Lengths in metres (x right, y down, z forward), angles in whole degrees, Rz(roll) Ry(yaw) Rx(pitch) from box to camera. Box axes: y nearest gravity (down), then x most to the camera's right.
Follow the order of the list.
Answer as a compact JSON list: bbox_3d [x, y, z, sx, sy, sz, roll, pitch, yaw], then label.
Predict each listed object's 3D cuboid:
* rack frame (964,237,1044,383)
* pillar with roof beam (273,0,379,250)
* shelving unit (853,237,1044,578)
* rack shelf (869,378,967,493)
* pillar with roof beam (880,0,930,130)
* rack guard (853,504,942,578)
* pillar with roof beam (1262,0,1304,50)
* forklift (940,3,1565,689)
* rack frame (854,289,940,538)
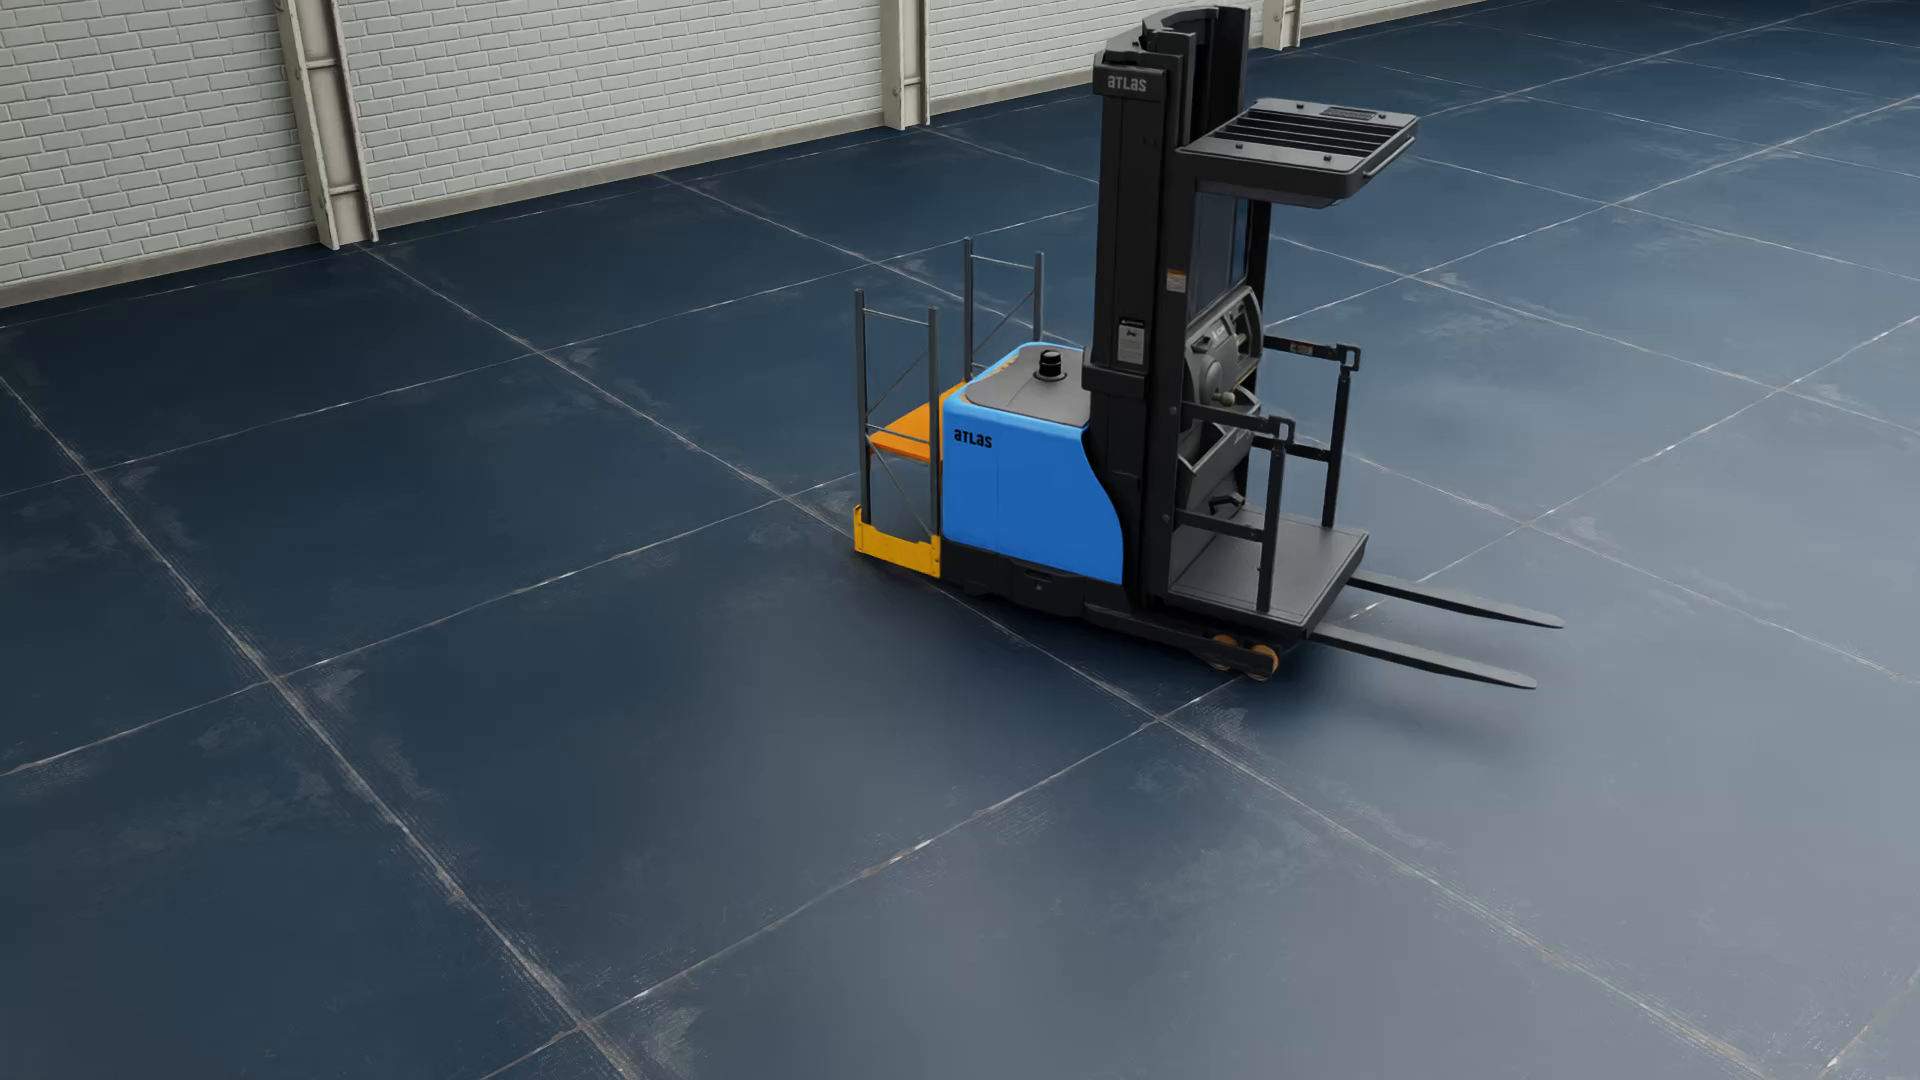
[{"bbox_3d":[0.239,-0.948,9.432,0.500,1.500,0.032,17,33,29],"label":"rack frame"},{"bbox_3d":[-2.330,-4.934,8.935,0.400,9.000,9.100,-22,35,-35],"label":"pillar with roof beam"},{"bbox_3d":[-0.046,-0.744,9.051,0.587,1.500,1.083,17,33,29],"label":"shelving unit"},{"bbox_3d":[-0.041,-0.589,9.143,0.538,0.185,1.000,17,33,29],"label":"rack shelf"},{"bbox_3d":[2.234,-6.770,12.370,0.400,9.000,9.100,-22,35,-35],"label":"pillar with roof beam"},{"bbox_3d":[-0.320,0.003,8.979,0.587,0.250,0.087,17,33,29],"label":"rack guard"},{"bbox_3d":[6.799,-8.605,15.805,0.400,9.000,9.100,-22,35,-35],"label":"pillar with roof beam"},{"bbox_3d":[1.437,-0.905,7.834,3.031,2.935,1.130,14,31,25],"label":"forklift"},{"bbox_3d":[-0.321,-0.548,8.684,0.500,1.500,0.032,17,33,29],"label":"rack frame"}]
